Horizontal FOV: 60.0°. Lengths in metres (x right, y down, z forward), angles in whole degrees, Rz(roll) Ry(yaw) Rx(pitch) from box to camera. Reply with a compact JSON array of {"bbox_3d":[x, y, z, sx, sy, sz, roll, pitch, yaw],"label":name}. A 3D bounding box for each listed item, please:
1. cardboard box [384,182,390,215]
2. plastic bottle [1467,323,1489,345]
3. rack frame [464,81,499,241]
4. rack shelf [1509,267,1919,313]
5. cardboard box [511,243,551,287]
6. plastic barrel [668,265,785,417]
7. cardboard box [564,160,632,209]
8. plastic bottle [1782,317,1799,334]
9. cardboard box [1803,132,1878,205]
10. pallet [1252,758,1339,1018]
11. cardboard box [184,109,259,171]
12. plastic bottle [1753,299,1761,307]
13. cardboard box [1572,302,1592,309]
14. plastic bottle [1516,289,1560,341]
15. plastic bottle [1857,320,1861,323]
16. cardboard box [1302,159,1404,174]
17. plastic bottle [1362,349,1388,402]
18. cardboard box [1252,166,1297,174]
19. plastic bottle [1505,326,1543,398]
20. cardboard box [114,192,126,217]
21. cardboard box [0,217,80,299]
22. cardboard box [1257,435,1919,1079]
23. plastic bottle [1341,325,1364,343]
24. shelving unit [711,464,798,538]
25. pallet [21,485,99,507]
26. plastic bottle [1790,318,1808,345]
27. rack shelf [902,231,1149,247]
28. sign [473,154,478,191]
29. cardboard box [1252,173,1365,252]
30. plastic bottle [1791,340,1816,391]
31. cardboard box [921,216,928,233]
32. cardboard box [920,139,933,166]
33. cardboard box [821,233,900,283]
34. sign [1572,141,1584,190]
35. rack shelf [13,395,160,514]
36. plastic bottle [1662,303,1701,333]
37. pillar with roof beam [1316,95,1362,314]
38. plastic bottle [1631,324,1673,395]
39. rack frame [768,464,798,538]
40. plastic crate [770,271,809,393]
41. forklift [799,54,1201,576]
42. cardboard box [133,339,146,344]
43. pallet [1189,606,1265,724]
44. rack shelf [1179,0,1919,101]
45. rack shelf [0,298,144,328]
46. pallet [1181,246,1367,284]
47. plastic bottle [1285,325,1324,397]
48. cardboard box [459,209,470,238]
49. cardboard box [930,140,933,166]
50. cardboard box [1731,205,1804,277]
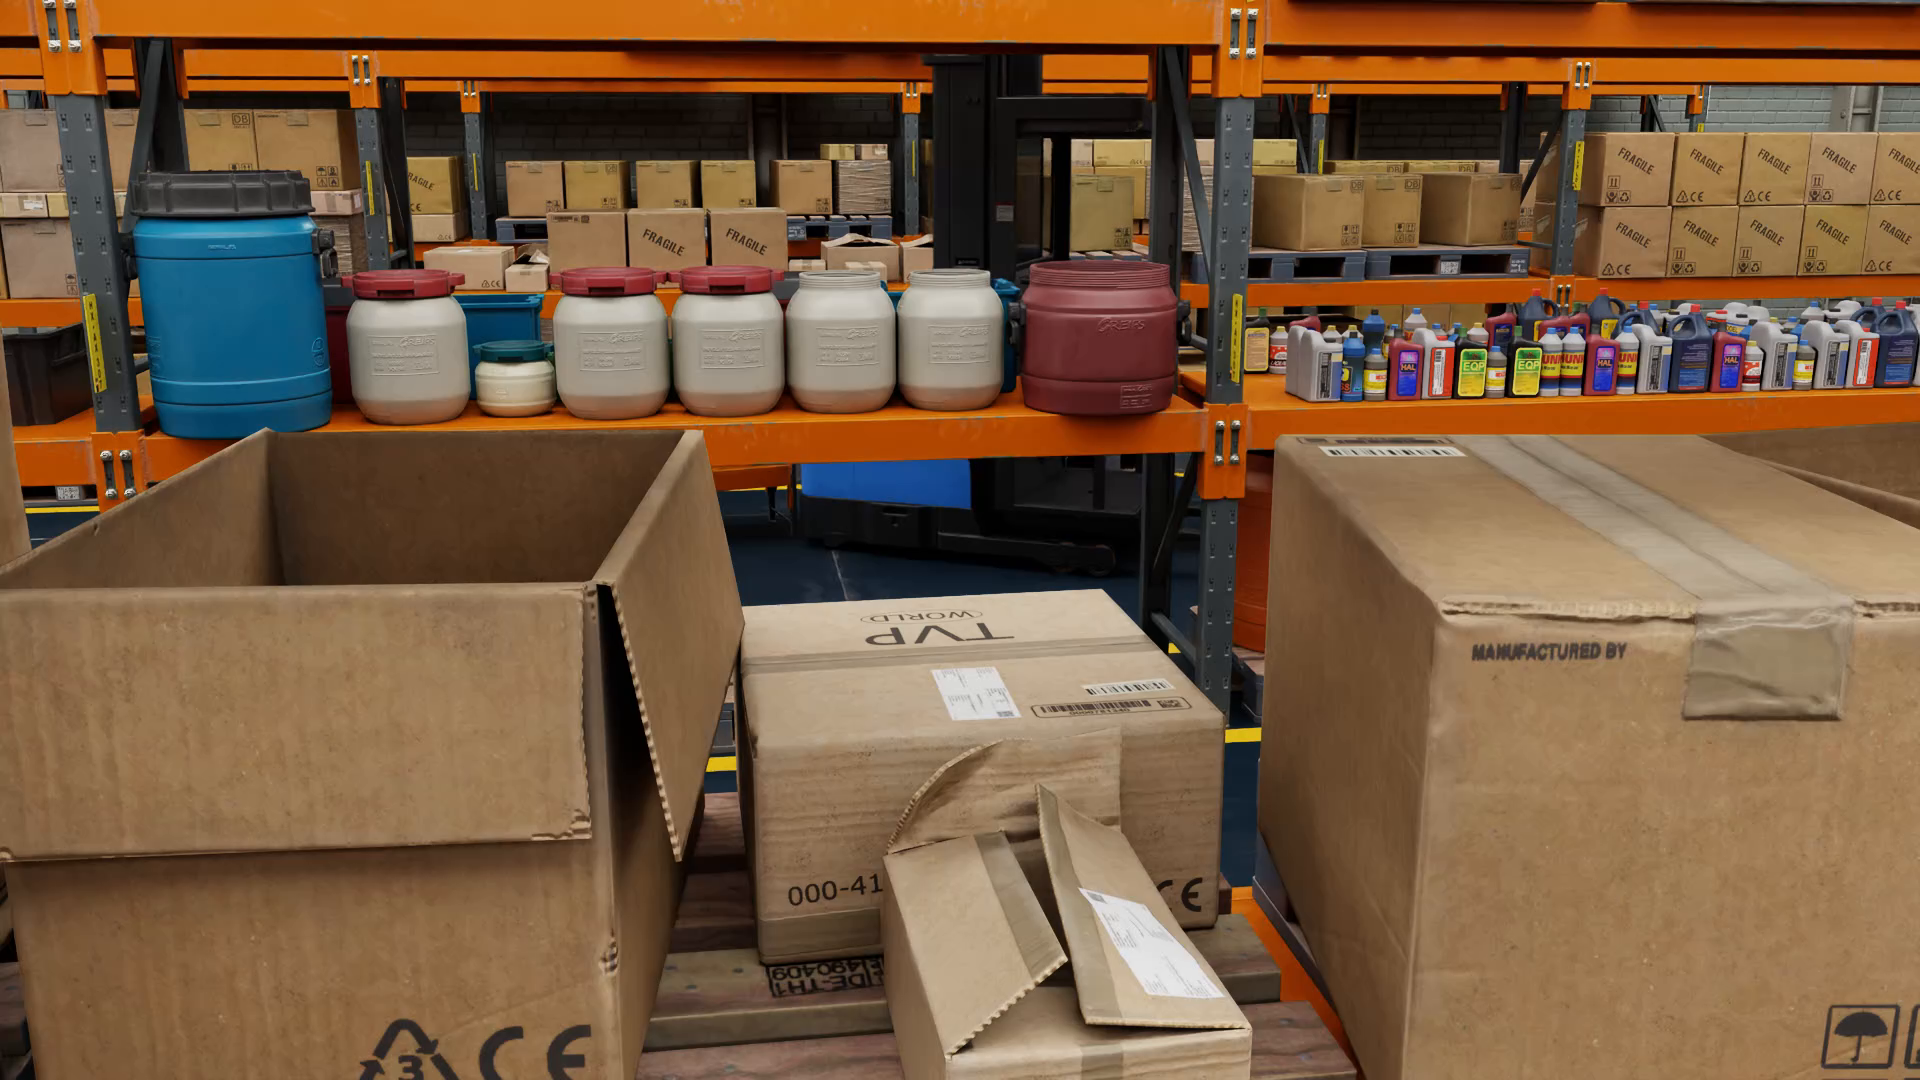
[{"bbox_3d":[-5.398,-3.238,15.194,0.500,0.500,0.500,-2,14,-9],"label":"cardboard box"},{"bbox_3d":[2.303,-0.864,7.411,0.097,0.201,0.097,0,14,0],"label":"plastic bottle"},{"bbox_3d":[-4.484,-3.049,15.712,0.127,3.000,1.000,-2,14,-8],"label":"rack frame"},{"bbox_3d":[6.146,-1.871,12.494,4.000,0.370,1.077,-2,14,-8],"label":"rack shelf"},{"bbox_3d":[-2.900,-1.868,11.281,0.258,0.266,0.396,-2,14,-10],"label":"cardboard box"},{"bbox_3d":[-0.876,-0.756,6.290,0.433,0.535,0.433,0,14,0],"label":"plastic barrel"},{"bbox_3d":[-3.422,-3.339,15.761,0.500,0.500,0.700,-1,14,-3],"label":"cardboard box"},{"bbox_3d":[3.811,-0.920,7.631,0.097,0.201,0.097,0,14,0],"label":"plastic bottle"},{"bbox_3d":[6.205,-2.686,12.006,0.500,0.500,0.500,-2,14,-7],"label":"cardboard box"},{"bbox_3d":[0.996,0.525,1.855,1.003,0.211,1.213,-2,14,-8],"label":"pallet"},{"bbox_3d":[-4.680,-2.499,10.647,0.500,0.500,0.700,-2,14,-8],"label":"cardboard box"},{"bbox_3d":[3.598,-0.956,7.608,0.133,0.283,0.061,-2,14,-8],"label":"plastic bottle"},{"bbox_3d":[6.210,-2.407,17.430,0.500,0.500,0.700,-2,14,-8],"label":"cardboard box"},{"bbox_3d":[2.577,-0.941,7.410,0.185,0.351,0.144,-2,14,-8],"label":"plastic bottle"},{"bbox_3d":[4.063,-0.892,7.519,0.097,0.201,0.097,0,14,0],"label":"plastic bottle"},{"bbox_3d":[3.966,-3.500,16.894,0.700,0.700,0.980,-2,14,-7],"label":"cardboard box"},{"bbox_3d":[1.638,-0.653,6.569,0.097,0.201,0.097,0,14,0],"label":"plastic bottle"},{"bbox_3d":[3.008,-3.464,16.509,0.500,0.500,0.500,-2,14,-9],"label":"cardboard box"},{"bbox_3d":[2.248,-0.711,6.630,0.133,0.283,0.061,-2,14,-8],"label":"plastic bottle"},{"bbox_3d":[-5.235,-2.113,10.443,0.250,0.149,0.380,-2,14,-7],"label":"cardboard box"},{"bbox_3d":[-5.704,-1.831,10.653,0.500,0.500,0.700,-2,14,-7],"label":"cardboard box"},{"bbox_3d":[0.620,0.202,1.681,0.500,0.500,0.700,0,14,0],"label":"cardboard box"},{"bbox_3d":[1.725,-0.843,7.326,0.097,0.201,0.097,0,14,0],"label":"plastic bottle"},{"bbox_3d":[-1.533,-0.566,9.665,1.048,1.125,0.538,-6,15,-22],"label":"shelving unit"},{"bbox_3d":[-5.744,-0.441,11.046,1.213,0.211,1.003,-2,14,-8],"label":"pallet"},{"bbox_3d":[3.531,-0.794,6.986,0.097,0.271,0.097,0,14,0],"label":"plastic bottle"},{"bbox_3d":[1.449,-2.917,16.667,4.000,0.370,1.077,-2,14,-8],"label":"rack shelf"},{"bbox_3d":[-4.396,-3.338,15.087,0.005,0.325,0.100,-2,14,-8],"label":"sign"},{"bbox_3d":[2.431,-2.321,11.740,0.500,0.500,0.700,-6,15,-23],"label":"cardboard box"},{"bbox_3d":[3.457,-0.720,6.835,0.097,0.201,0.097,0,14,0],"label":"plastic bottle"},{"bbox_3d":[-0.245,-3.155,16.611,0.250,0.149,0.380,-2,14,-7],"label":"cardboard box"},{"bbox_3d":[-0.119,-3.839,16.462,0.500,0.250,0.500,-2,14,-7],"label":"cardboard box"},{"bbox_3d":[-0.700,-1.973,11.607,0.500,0.311,0.500,-2,14,-9],"label":"cardboard box"},{"bbox_3d":[4.255,-2.575,11.445,0.005,0.325,0.100,-2,14,-8],"label":"sign"},{"bbox_3d":[-4.986,-0.244,6.008,4.000,0.370,1.077,-2,14,-8],"label":"rack shelf"},{"bbox_3d":[3.243,-0.928,7.512,0.135,0.276,0.152,-2,14,-8],"label":"plastic bottle"},{"bbox_3d":[4.631,-5.446,12.940,0.400,9.000,9.100,-2,14,-8],"label":"pillar with roof beam"},{"bbox_3d":[2.795,-0.739,6.756,0.135,0.276,0.152,-2,14,-8],"label":"plastic bottle"},{"bbox_3d":[-1.065,-0.614,9.857,0.032,1.125,0.500,-6,15,-22],"label":"rack frame"},{"bbox_3d":[-0.696,-0.857,6.840,0.583,0.464,0.402,-2,14,-8],"label":"plastic crate"},{"bbox_3d":[0.653,-1.374,9.175,3.031,2.935,1.130,5,15,18],"label":"forklift"},{"bbox_3d":[-5.236,-1.113,11.242,0.500,0.500,0.500,-2,14,-8],"label":"cardboard box"},{"bbox_3d":[1.721,0.503,7.281,1.213,0.211,1.003,-2,14,-8],"label":"pallet"},{"bbox_3d":[2.925,-1.989,6.799,4.000,0.370,1.077,-2,14,-8],"label":"rack shelf"},{"bbox_3d":[-5.720,-1.436,10.760,4.000,0.370,1.077,-2,14,-8],"label":"rack shelf"},{"bbox_3d":[2.135,-1.981,11.848,1.213,0.211,1.003,-2,14,-8],"label":"pallet"},{"bbox_3d":[1.401,-0.725,6.701,0.135,0.276,0.152,-2,14,-8],"label":"plastic bottle"},{"bbox_3d":[-4.981,-3.020,15.866,0.500,0.250,0.500,-2,14,-8],"label":"cardboard box"},{"bbox_3d":[-0.013,-3.715,15.970,0.500,0.250,0.500,-2,14,-7],"label":"cardboard box"},{"bbox_3d":[5.714,-2.186,12.065,0.500,0.500,0.500,-2,14,-9],"label":"cardboard box"}]
